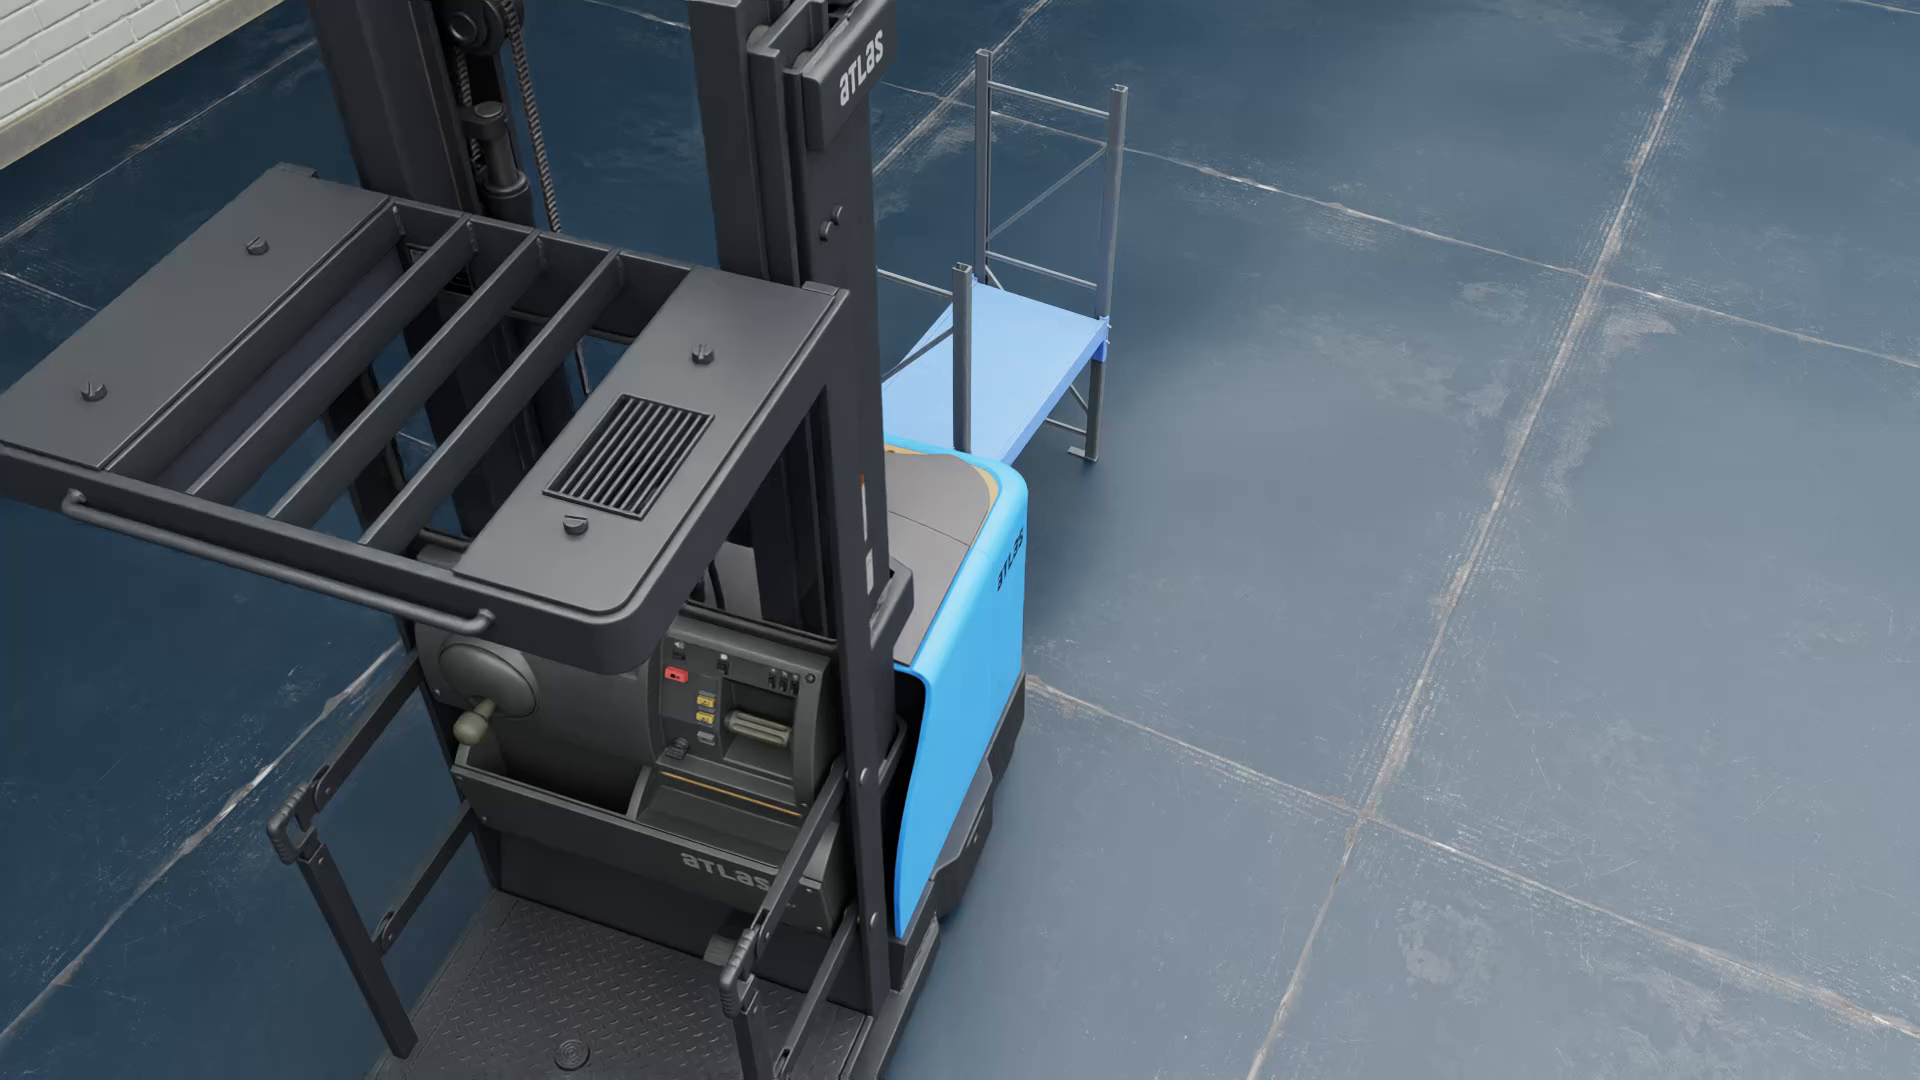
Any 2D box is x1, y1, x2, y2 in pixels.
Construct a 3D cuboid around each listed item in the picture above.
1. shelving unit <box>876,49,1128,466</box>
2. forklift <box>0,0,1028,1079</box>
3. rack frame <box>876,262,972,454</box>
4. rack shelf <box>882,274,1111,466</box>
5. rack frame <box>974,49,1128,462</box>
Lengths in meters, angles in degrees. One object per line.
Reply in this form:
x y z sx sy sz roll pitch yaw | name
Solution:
0.040 -0.581 5.270 0.538 1.500 1.048 20 49 19 | shelving unit
-0.787 0.397 3.297 1.130 2.935 3.031 15 47 14 | forklift
-0.196 -0.261 4.953 0.500 1.500 0.032 20 49 19 | rack frame
0.040 -0.455 5.398 0.538 0.185 1.000 20 49 19 | rack shelf
0.276 -0.901 5.586 0.500 1.500 0.032 20 49 19 | rack frame
